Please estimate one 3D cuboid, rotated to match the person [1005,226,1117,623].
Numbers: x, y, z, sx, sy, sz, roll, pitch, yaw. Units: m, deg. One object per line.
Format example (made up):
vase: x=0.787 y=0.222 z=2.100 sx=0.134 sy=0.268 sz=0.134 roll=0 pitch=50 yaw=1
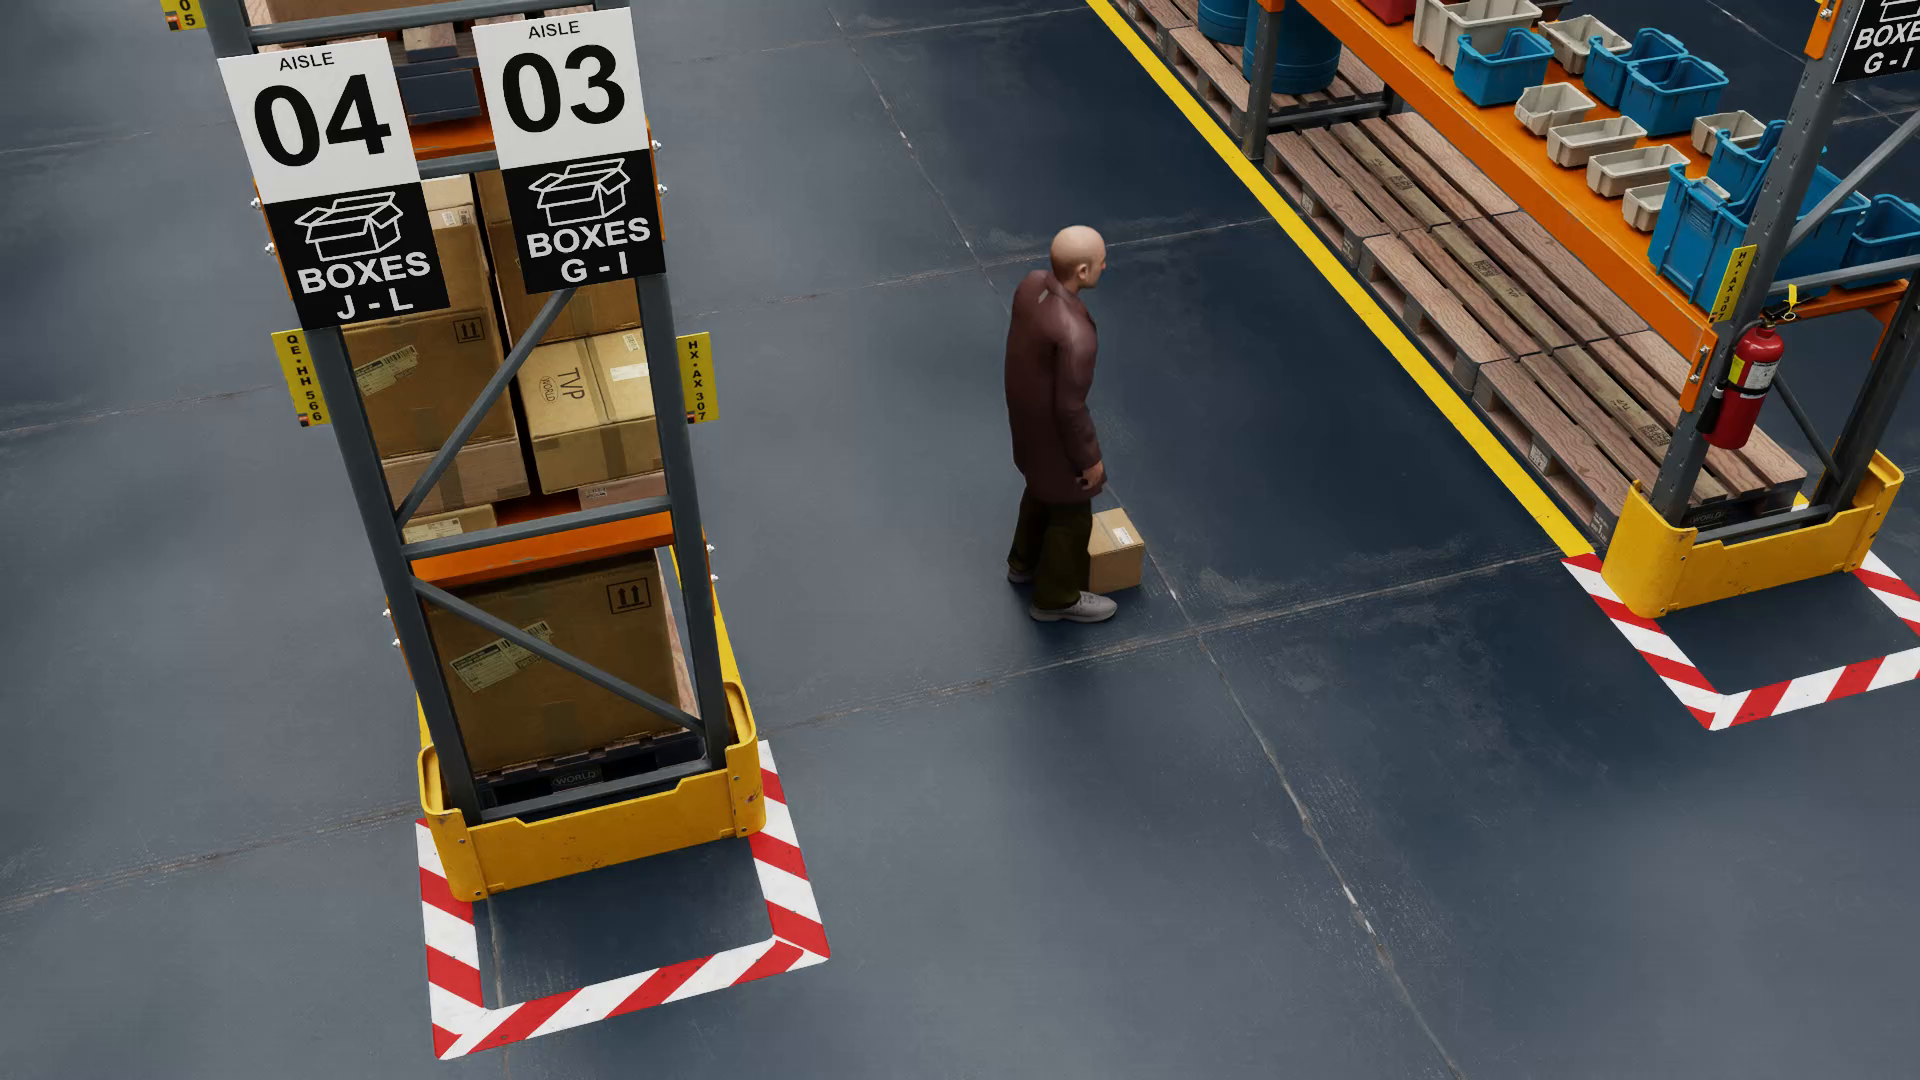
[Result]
person: x=0.399 y=-0.462 z=6.690 sx=0.424 sy=1.774 sz=0.643 roll=-12 pitch=43 yaw=-13
